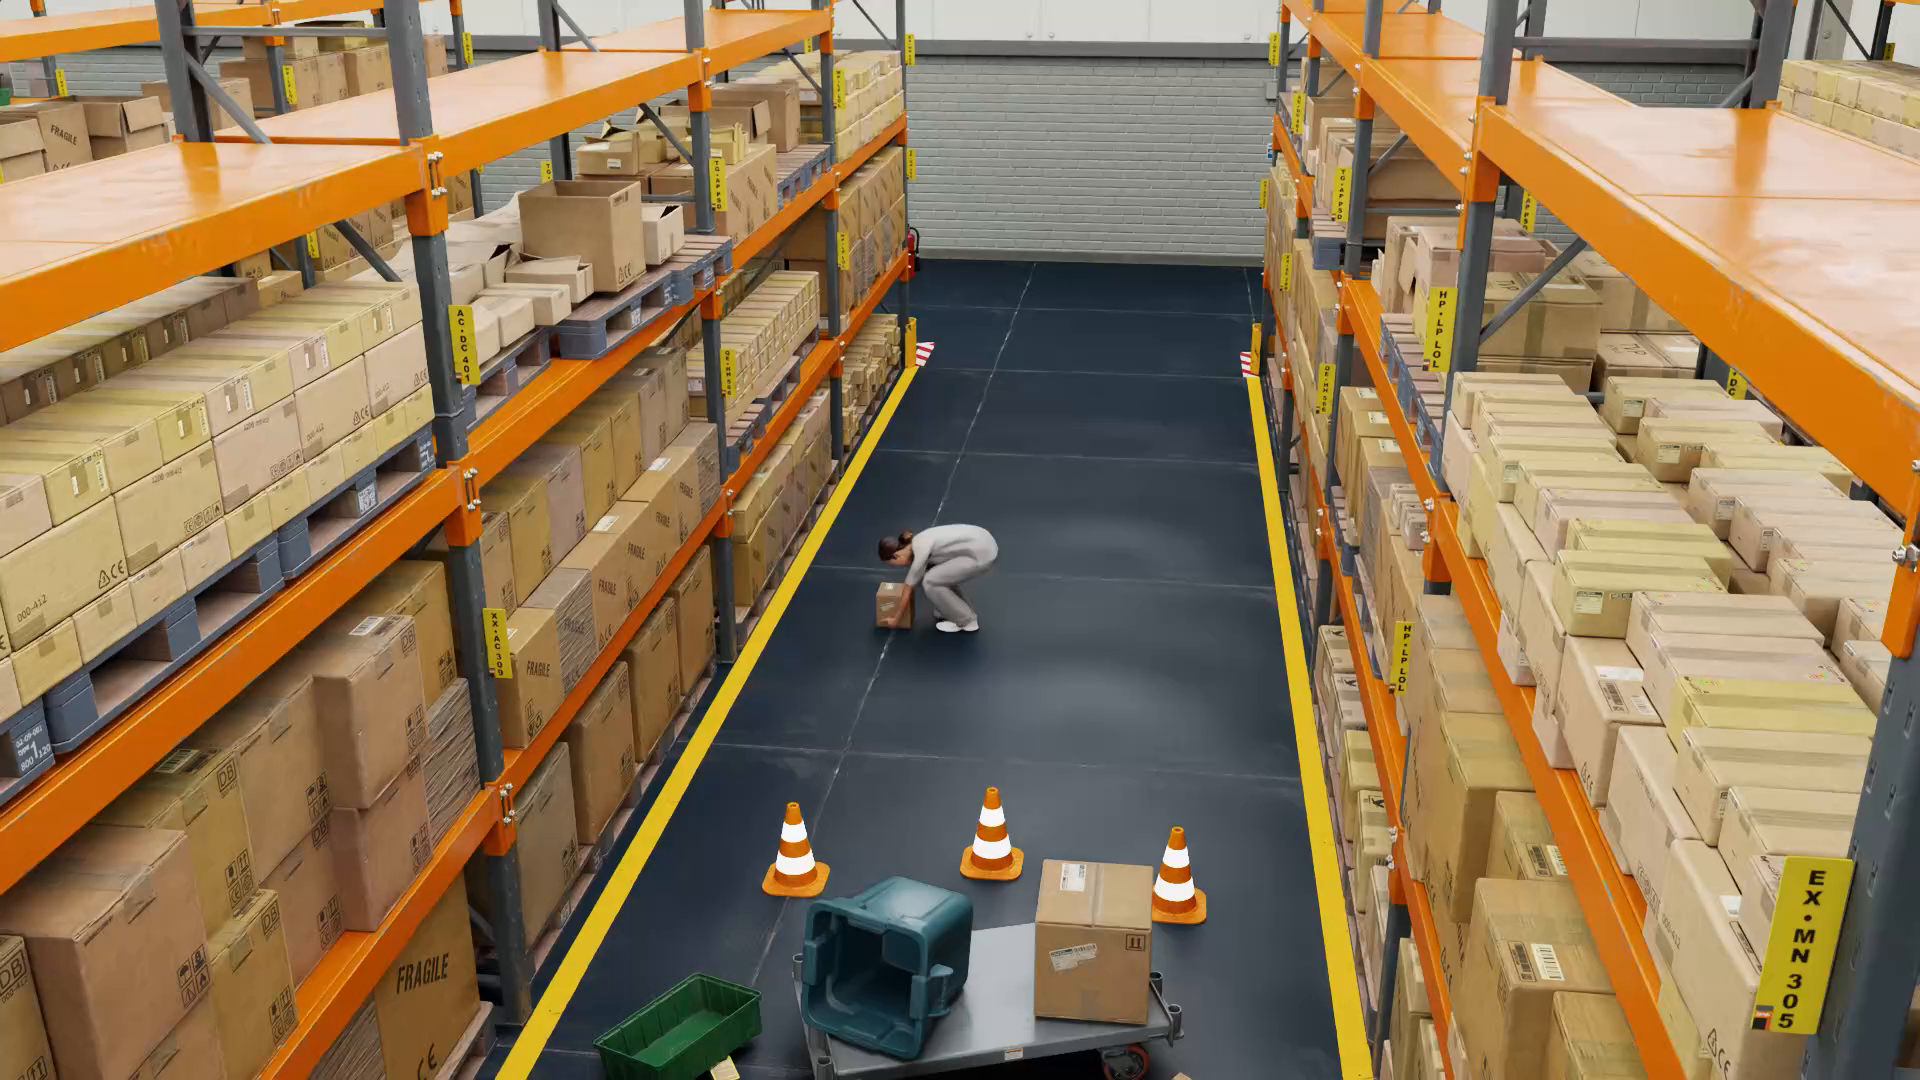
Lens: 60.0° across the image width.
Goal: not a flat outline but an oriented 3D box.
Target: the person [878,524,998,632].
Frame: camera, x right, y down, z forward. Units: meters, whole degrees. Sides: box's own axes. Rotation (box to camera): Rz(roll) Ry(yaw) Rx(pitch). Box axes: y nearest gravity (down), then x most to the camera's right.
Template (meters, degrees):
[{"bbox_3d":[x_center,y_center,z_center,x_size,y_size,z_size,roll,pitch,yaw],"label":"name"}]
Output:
[{"bbox_3d":[-0.159,0.274,12.093,0.867,0.774,0.459,2,21,5],"label":"person"}]
